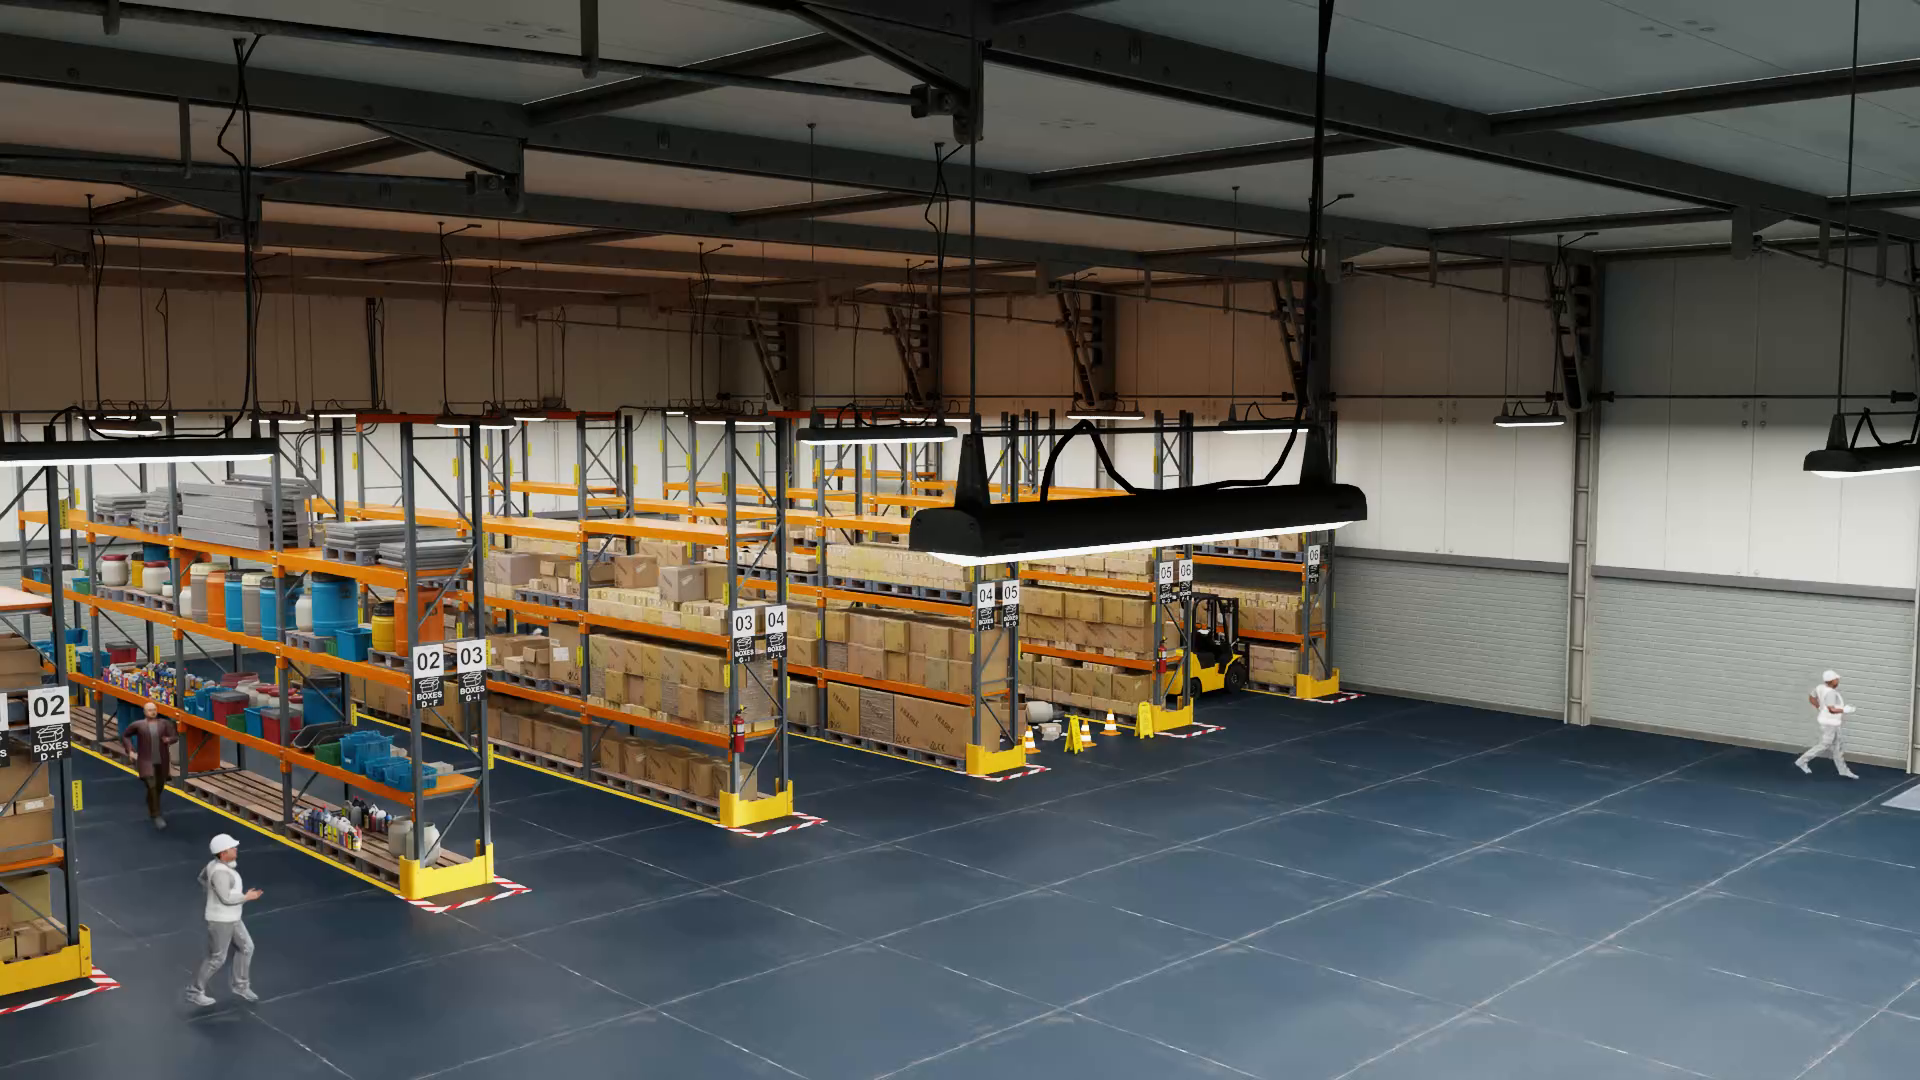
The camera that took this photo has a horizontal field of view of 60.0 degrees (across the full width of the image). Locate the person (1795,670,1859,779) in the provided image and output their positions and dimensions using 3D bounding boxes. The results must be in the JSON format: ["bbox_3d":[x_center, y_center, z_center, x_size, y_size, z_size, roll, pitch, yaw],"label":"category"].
[{"bbox_3d":[14.323,3.035,27.407,0.978,1.787,0.682,2,5,20],"label":"person"}]

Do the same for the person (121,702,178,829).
[{"bbox_3d":[-11.919,3.283,24.557,1.043,1.783,0.695,5,7,44],"label":"person"}]

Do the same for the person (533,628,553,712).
[{"bbox_3d":[-8.285,2.631,32.497,0.622,1.835,1.002,-4,7,-42],"label":"person"}]

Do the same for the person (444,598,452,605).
[{"bbox_3d":[-11.937,2.163,38.520,0.677,1.650,0.570,0,5,0],"label":"person"}]

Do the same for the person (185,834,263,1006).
[{"bbox_3d":[-7.637,3.956,17.244,0.773,1.844,0.667,-2,5,-20],"label":"person"}]
